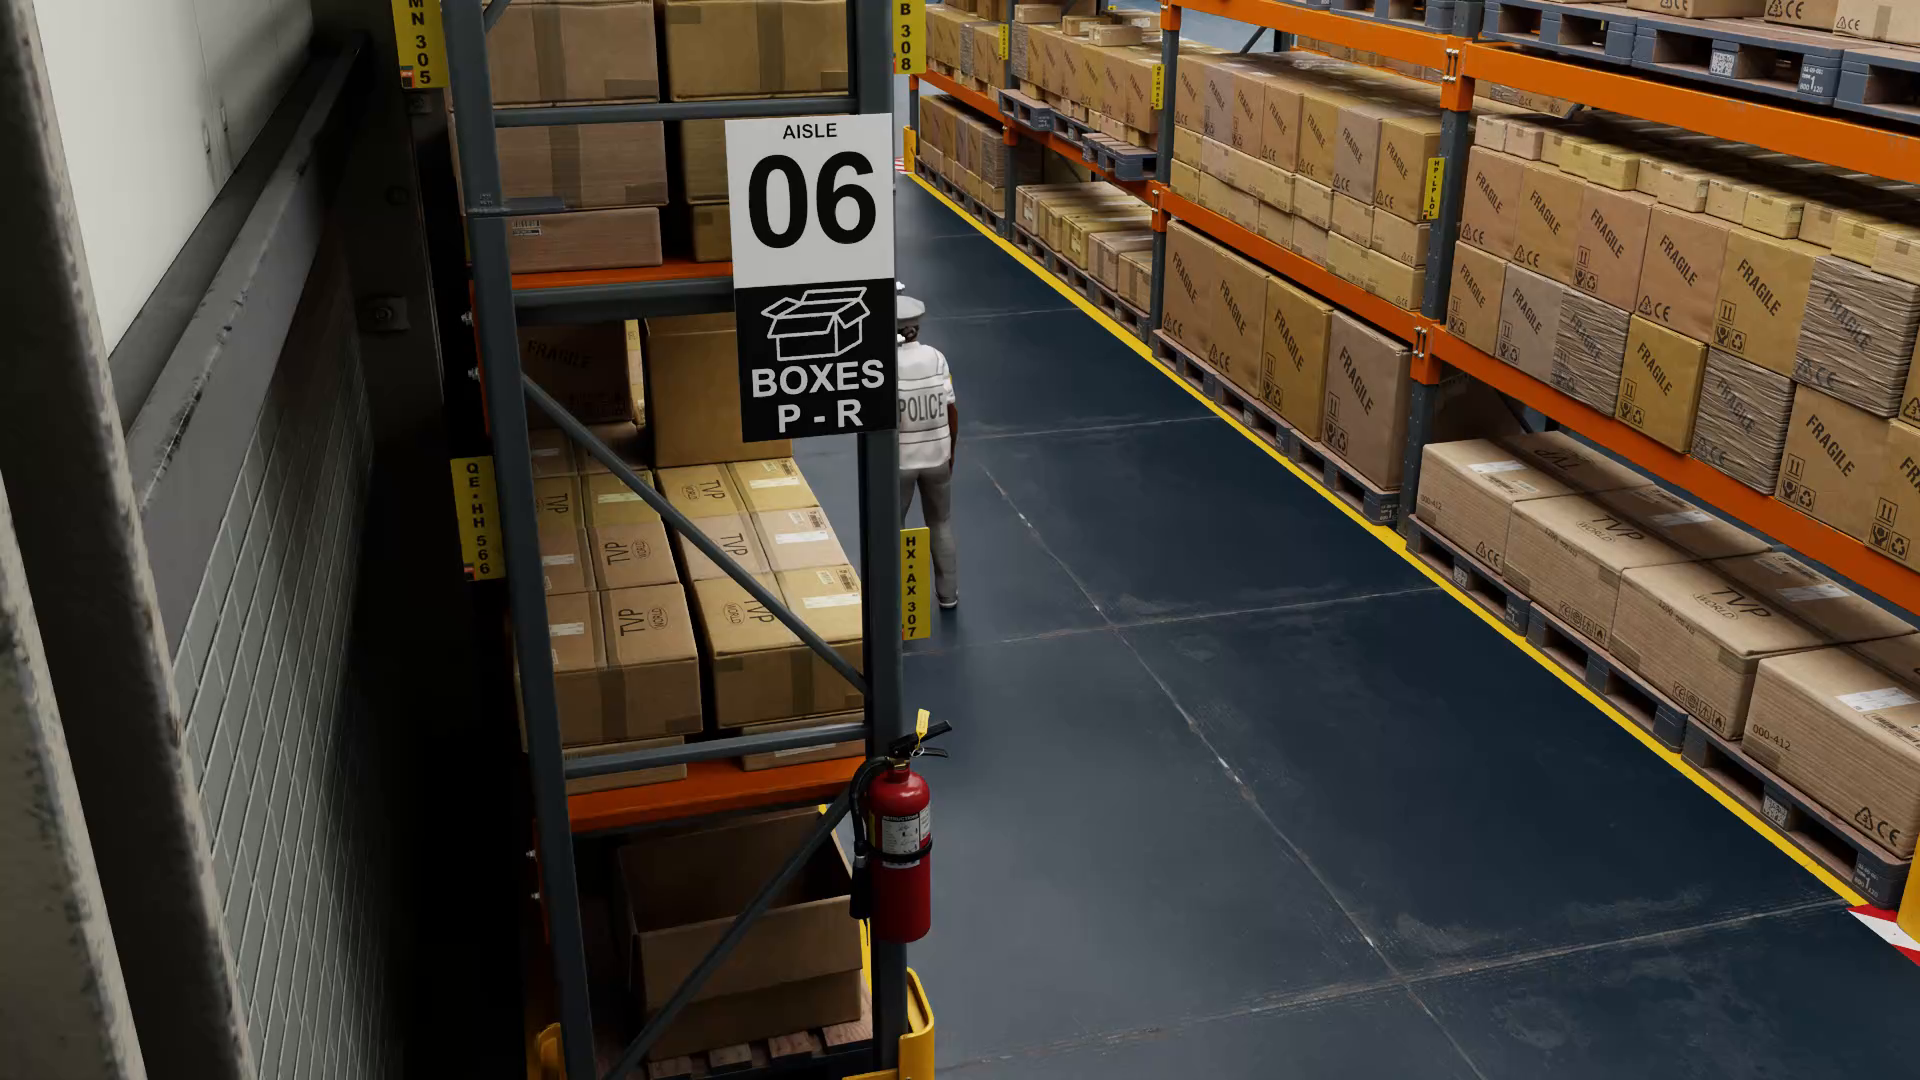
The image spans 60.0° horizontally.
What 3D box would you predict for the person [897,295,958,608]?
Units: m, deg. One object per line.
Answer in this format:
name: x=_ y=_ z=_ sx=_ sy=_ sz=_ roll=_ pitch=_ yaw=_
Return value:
person: x=-0.237 y=-0.412 z=8.561 sx=0.533 sy=1.661 sz=0.396 roll=-9 pitch=25 yaw=-20
